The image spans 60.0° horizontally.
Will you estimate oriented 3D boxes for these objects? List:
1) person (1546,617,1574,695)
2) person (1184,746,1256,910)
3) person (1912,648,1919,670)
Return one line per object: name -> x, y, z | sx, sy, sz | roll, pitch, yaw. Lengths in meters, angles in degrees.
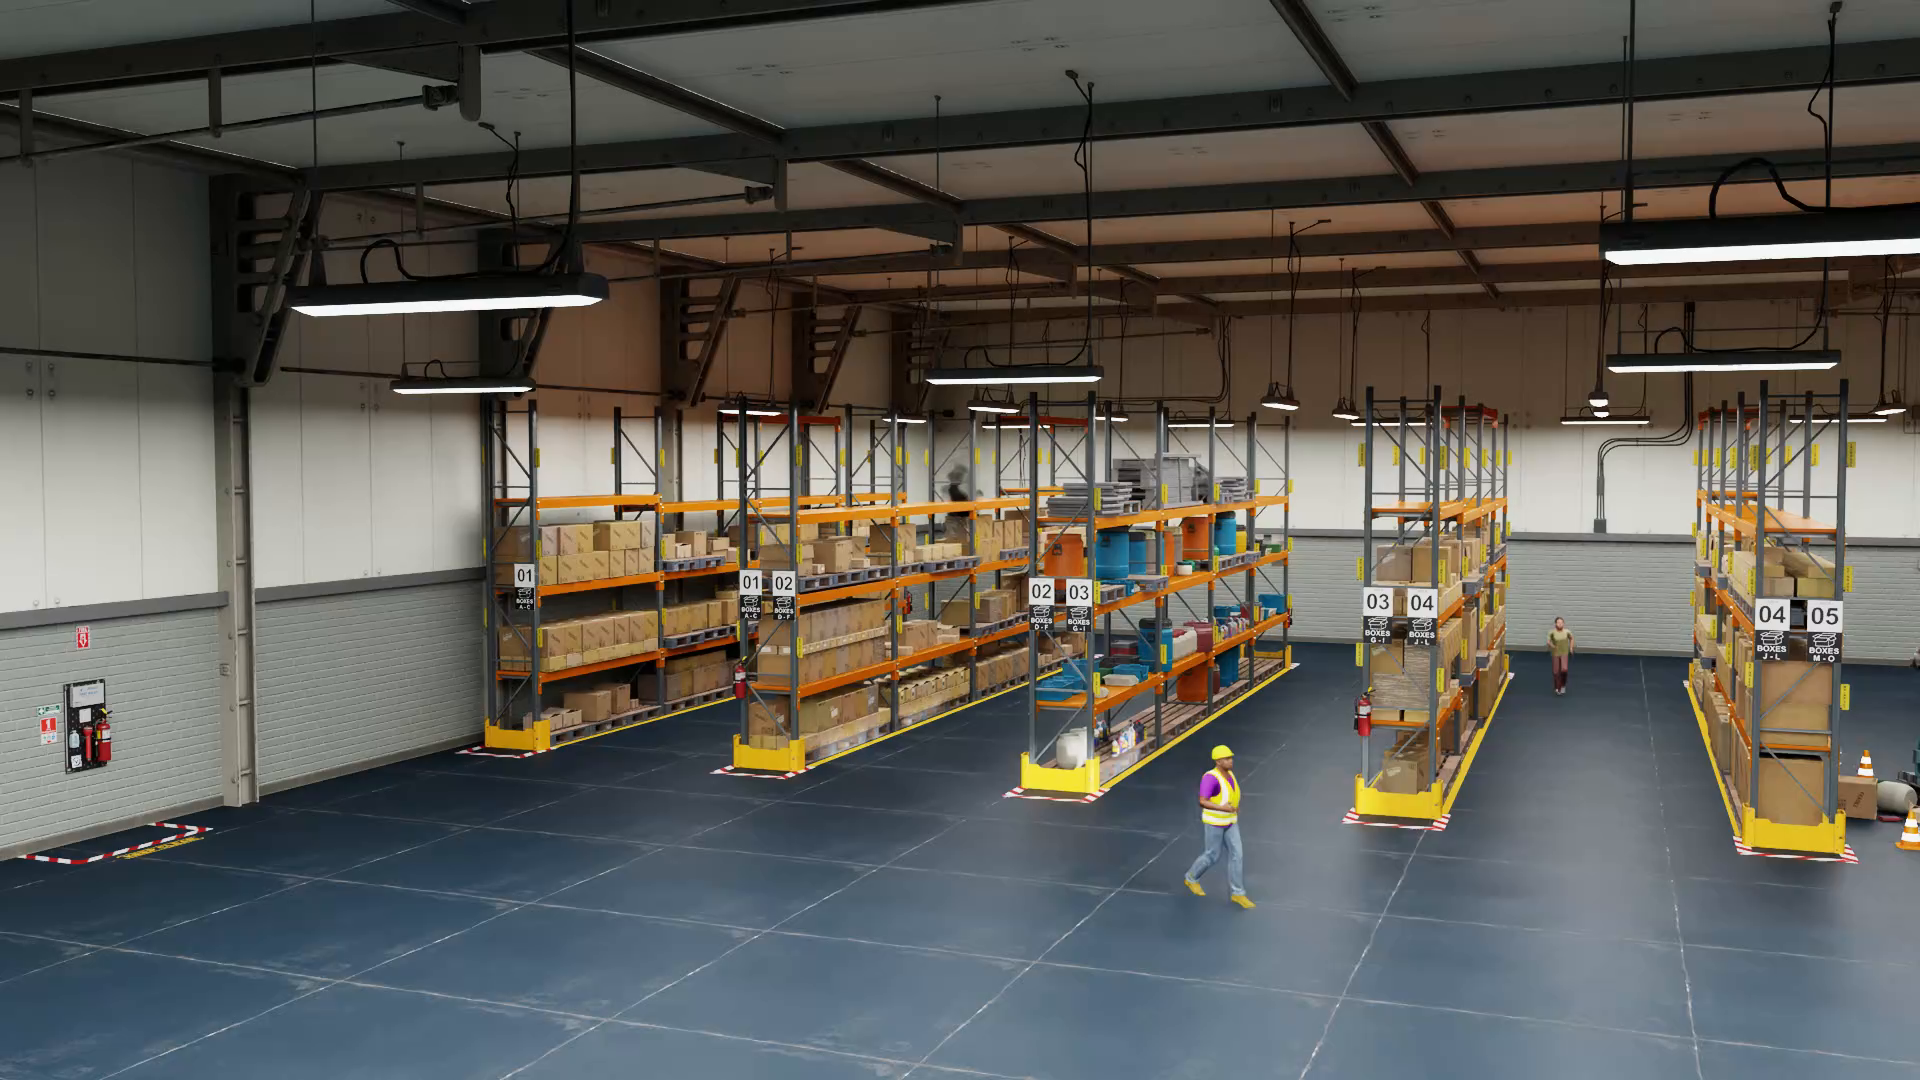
person -> 12.636, 2.441, 35.020 | 0.546, 1.642, 0.730 | 1, 3, 19
person -> 2.895, 3.191, 18.642 | 0.686, 1.789, 0.893 | -3, 4, -43
person -> 20.978, 2.433, 36.044 | 0.448, 1.580, 0.612 | 1, 3, 24
